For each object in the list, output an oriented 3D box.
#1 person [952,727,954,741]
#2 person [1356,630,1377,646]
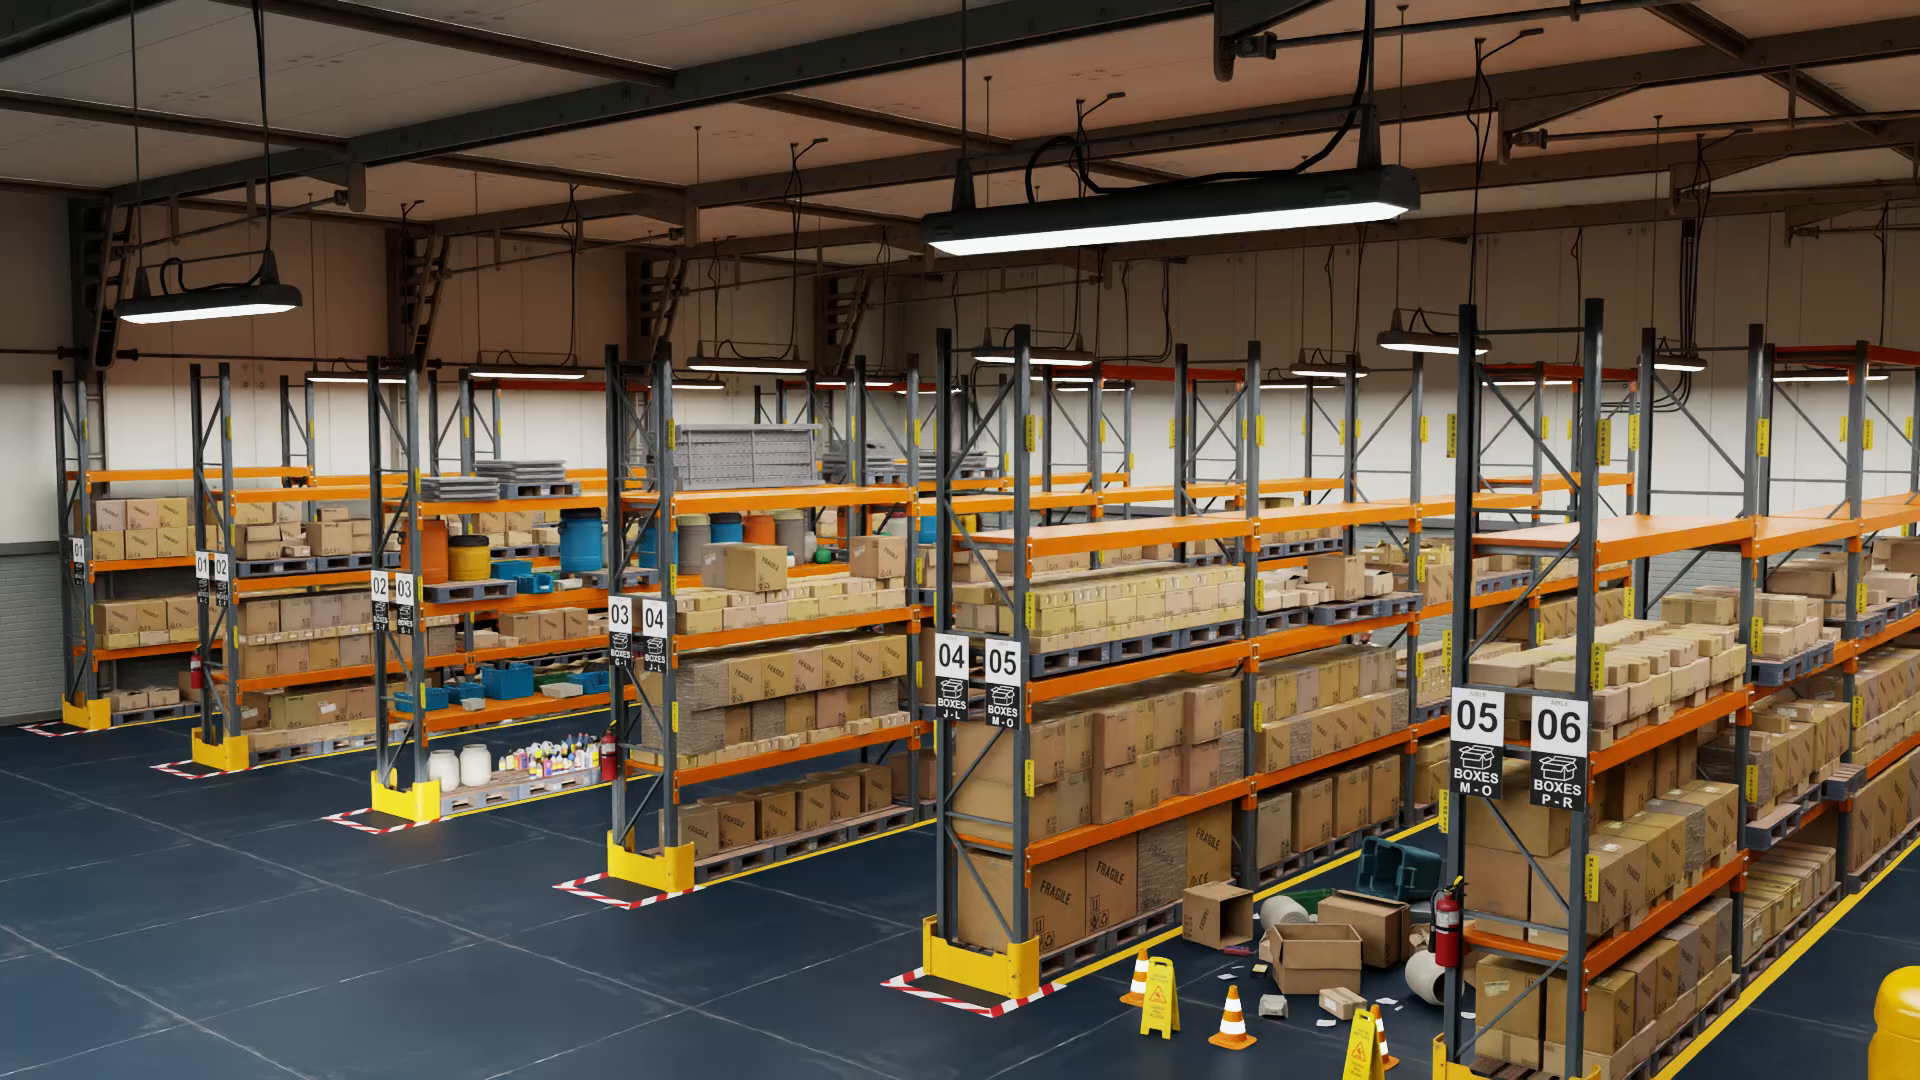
[{"bbox_3d":[0.072,2.473,25.238,0.653,1.793,0.971,3,5,34],"label":"person"},{"bbox_3d":[6.756,2.299,27.746,0.669,1.733,0.760,3,5,32],"label":"person"}]
